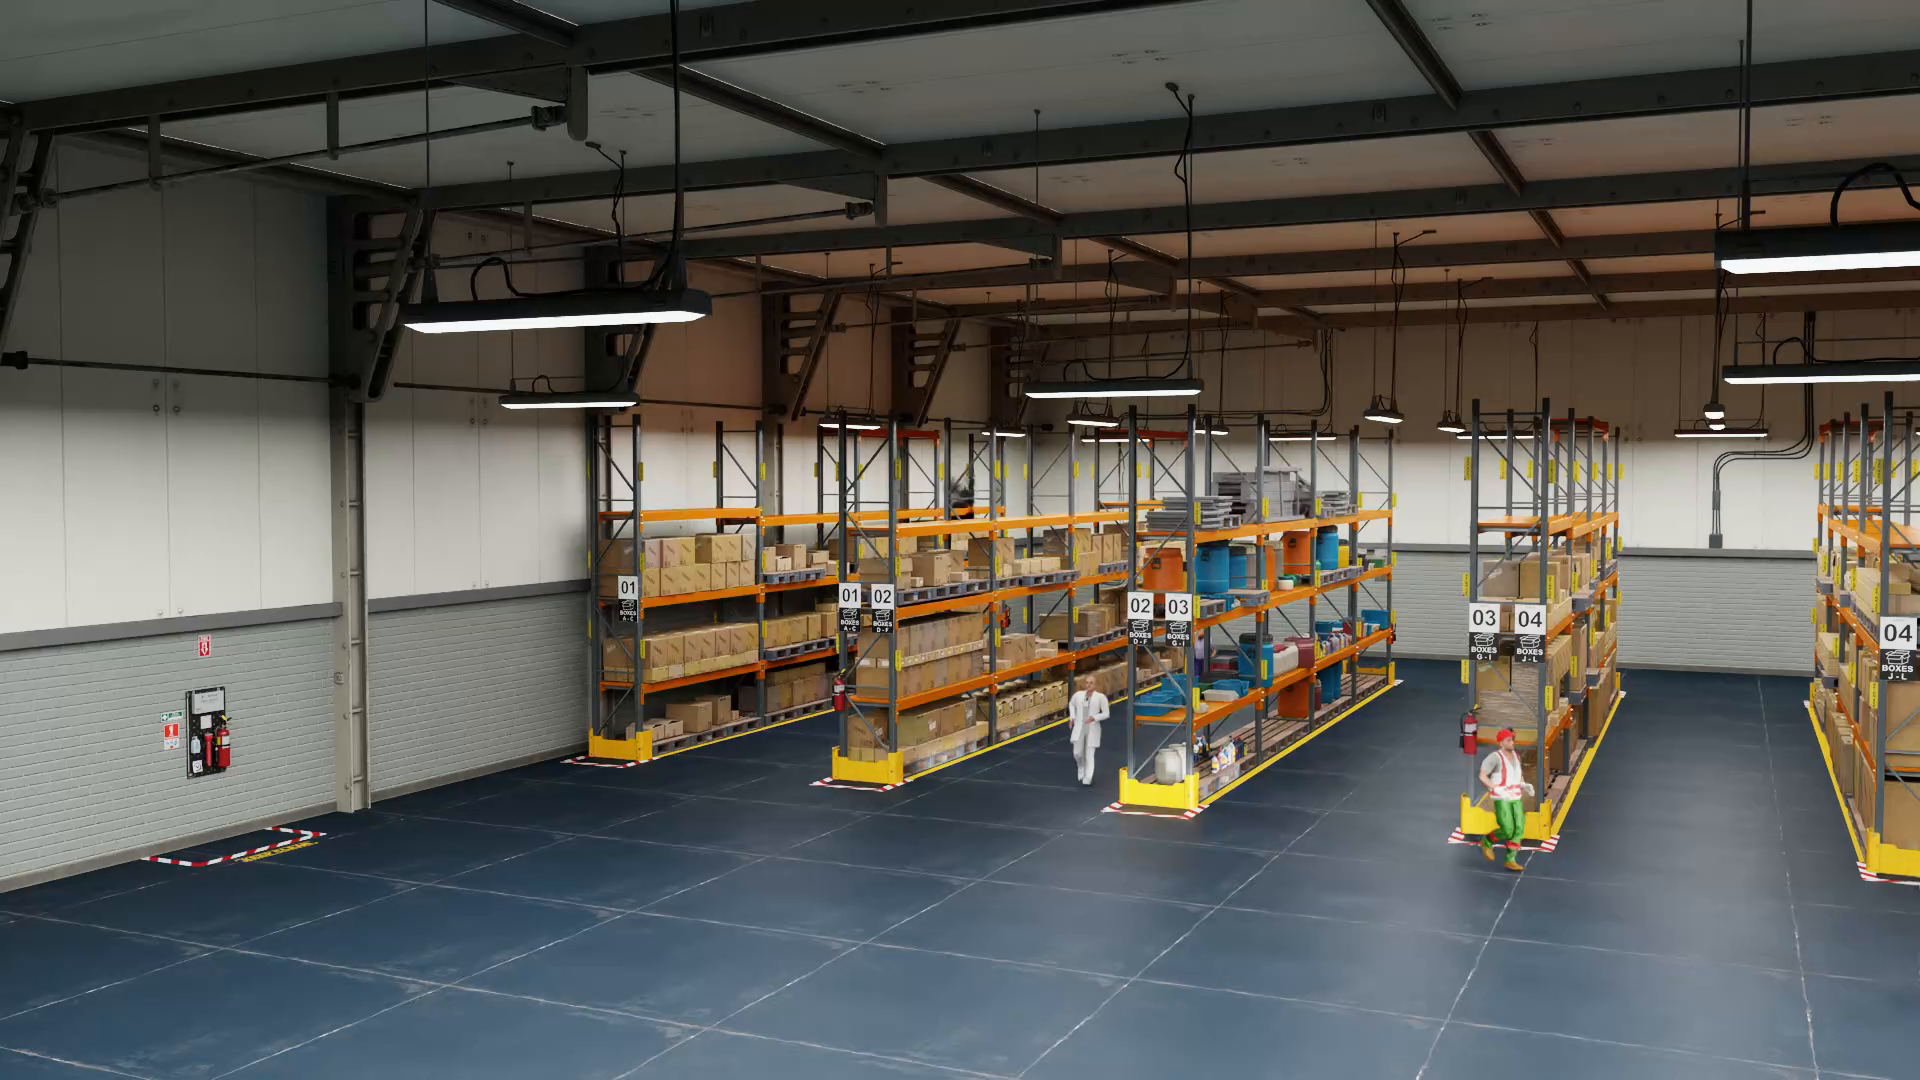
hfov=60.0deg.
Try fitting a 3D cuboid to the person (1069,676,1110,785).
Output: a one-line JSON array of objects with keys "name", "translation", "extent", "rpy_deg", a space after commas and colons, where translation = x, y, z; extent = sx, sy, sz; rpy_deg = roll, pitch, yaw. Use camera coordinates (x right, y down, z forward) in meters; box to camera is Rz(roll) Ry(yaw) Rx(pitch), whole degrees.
[{"name": "person", "translation": [2.031, 3.040, 26.490], "extent": [0.703, 1.731, 0.633], "rpy_deg": [1, 2, 15]}]

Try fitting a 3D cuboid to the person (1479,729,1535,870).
[{"name": "person", "translation": [6.872, 3.262, 20.993], "extent": [0.686, 1.754, 0.656], "rpy_deg": [-1, 3, -26]}]

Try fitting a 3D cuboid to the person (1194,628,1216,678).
[{"name": "person", "translation": [5.276, 2.714, 36.397], "extent": [0.650, 1.595, 0.634], "rpy_deg": [1, 2, 17]}]
